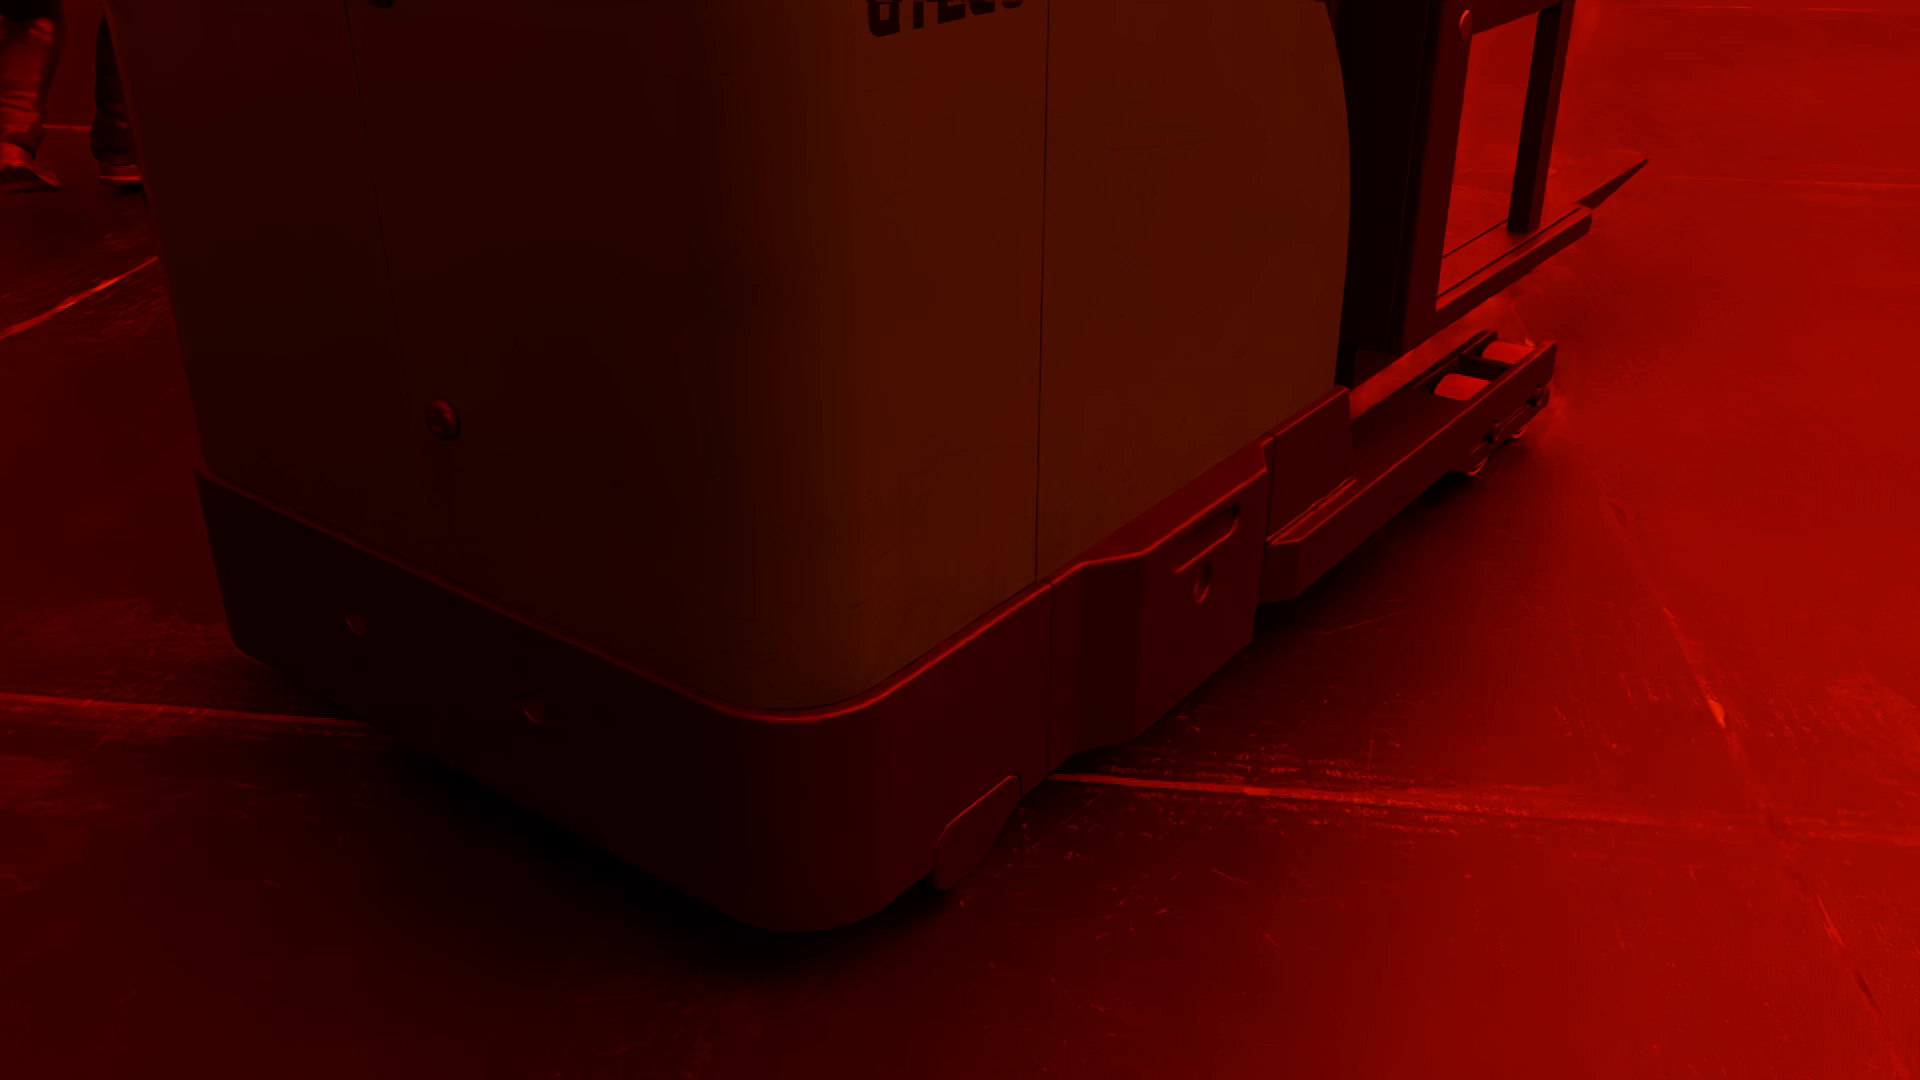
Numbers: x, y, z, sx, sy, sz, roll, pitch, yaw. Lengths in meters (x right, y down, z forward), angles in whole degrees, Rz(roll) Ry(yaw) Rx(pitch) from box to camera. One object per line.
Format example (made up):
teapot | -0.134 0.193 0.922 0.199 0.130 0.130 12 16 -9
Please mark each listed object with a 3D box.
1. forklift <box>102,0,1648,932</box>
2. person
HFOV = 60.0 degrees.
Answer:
forklift | 0.362 -1.533 2.289 1.130 2.935 3.031 19 32 33
person | -2.156 -1.608 4.000 0.779 1.541 0.740 7 27 13
